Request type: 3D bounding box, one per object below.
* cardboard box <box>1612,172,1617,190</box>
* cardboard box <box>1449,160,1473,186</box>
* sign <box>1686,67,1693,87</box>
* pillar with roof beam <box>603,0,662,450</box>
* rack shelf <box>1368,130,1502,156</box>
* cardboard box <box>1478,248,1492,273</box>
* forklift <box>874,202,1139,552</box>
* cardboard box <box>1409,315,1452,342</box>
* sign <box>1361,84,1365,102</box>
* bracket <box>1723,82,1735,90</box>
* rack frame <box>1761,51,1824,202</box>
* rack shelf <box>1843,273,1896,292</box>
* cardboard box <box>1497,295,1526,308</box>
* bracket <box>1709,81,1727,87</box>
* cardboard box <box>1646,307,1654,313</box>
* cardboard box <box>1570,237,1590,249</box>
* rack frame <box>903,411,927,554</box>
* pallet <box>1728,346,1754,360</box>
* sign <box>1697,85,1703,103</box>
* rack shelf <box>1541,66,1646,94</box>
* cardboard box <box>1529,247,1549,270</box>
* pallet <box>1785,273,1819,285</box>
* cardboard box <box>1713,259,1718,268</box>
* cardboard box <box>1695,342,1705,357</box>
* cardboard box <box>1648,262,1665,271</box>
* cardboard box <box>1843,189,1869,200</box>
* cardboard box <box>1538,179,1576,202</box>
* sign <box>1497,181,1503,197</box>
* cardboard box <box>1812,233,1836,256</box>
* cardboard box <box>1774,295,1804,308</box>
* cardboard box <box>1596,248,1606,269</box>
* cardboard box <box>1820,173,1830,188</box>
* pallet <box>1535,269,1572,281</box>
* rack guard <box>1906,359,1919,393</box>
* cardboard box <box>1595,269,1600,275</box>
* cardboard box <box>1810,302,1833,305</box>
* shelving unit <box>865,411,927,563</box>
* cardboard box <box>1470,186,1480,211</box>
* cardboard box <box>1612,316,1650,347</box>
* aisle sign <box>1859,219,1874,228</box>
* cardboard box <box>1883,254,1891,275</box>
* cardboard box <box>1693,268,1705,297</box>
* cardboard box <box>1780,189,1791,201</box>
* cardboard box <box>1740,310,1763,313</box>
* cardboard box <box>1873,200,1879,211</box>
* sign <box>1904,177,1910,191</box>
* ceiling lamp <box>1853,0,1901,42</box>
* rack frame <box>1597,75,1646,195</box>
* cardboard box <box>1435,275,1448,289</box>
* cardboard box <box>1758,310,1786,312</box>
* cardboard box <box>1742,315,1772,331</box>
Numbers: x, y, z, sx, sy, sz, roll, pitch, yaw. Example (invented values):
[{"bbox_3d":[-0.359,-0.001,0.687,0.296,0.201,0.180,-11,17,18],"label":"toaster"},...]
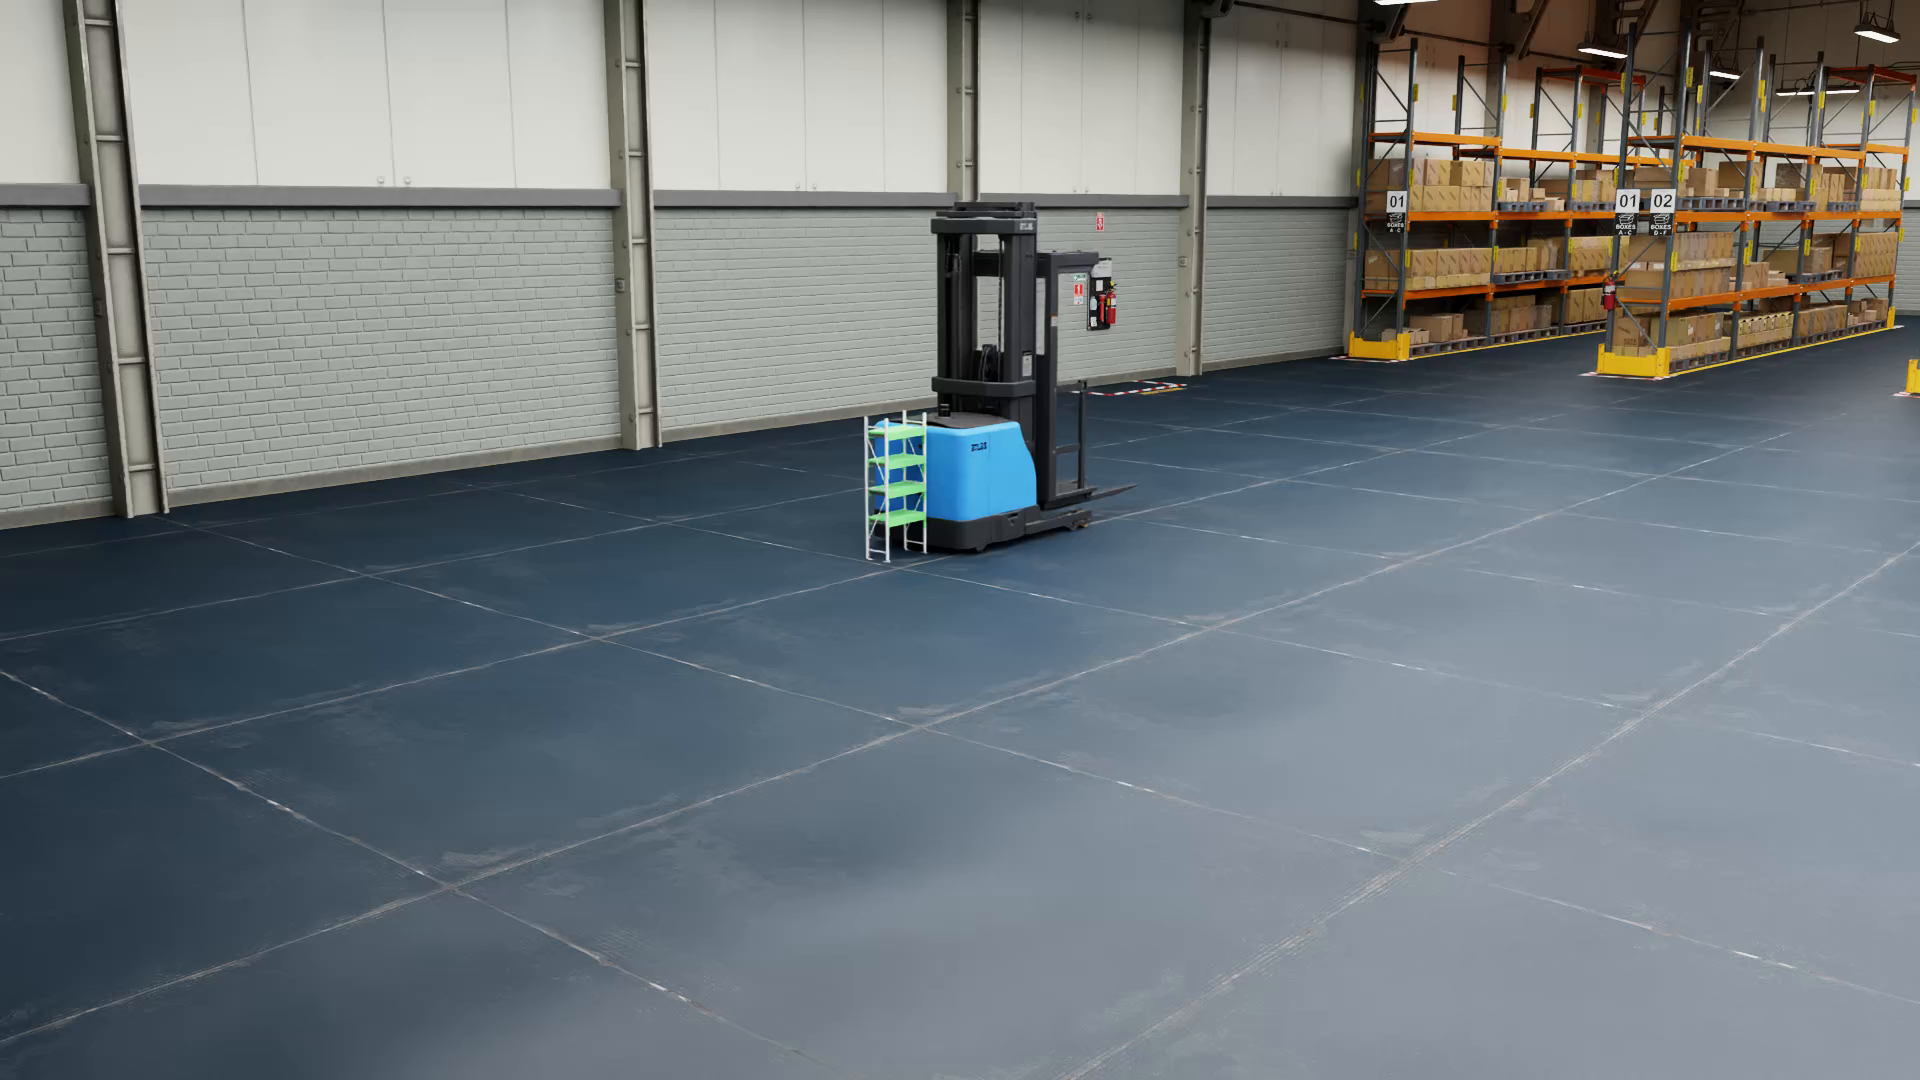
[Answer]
[{"bbox_3d":[16.371,-8.961,41.402,0.500,0.500,0.500,10,15,40],"label":"cardboard box"},{"bbox_3d":[9.986,-7.382,33.497,0.500,0.500,0.500,9,14,38],"label":"cardboard box"},{"bbox_3d":[12.300,-7.808,28.038,0.100,0.325,0.005,10,15,40],"label":"sign"},{"bbox_3d":[-0.672,-4.995,16.742,9.100,9.000,0.400,10,15,40],"label":"pillar with roof beam"},{"bbox_3d":[9.484,-7.924,33.257,1.077,0.370,4.000,10,15,40],"label":"rack shelf"},{"bbox_3d":[10.724,-5.826,34.638,0.500,0.500,0.500,10,15,40],"label":"cardboard box"},{"bbox_3d":[0.558,-1.575,15.113,1.130,2.935,3.031,9,14,38],"label":"forklift"},{"bbox_3d":[9.586,-4.308,33.881,0.700,0.500,0.500,9,14,37],"label":"cardboard box"},{"bbox_3d":[7.760,-8.595,31.980,0.100,0.325,0.005,10,15,40],"label":"sign"},{"bbox_3d":[21.963,-12.977,47.516,0.235,0.232,0.430,10,15,40],"label":"bracket"},{"bbox_3d":[17.168,-8.522,34.402,1.000,3.000,0.127,10,15,40],"label":"rack frame"},{"bbox_3d":[21.128,-6.110,39.480,1.077,0.370,4.000,10,15,40],"label":"rack shelf"},{"bbox_3d":[12.249,-5.313,36.996,0.500,0.250,0.500,10,15,40],"label":"cardboard box"},{"bbox_3d":[21.573,-12.890,47.081,0.076,0.066,3.189,10,15,40],"label":"bracket"},{"bbox_3d":[17.330,-6.034,42.572,0.700,0.500,0.500,10,15,42],"label":"cardboard box"},{"bbox_3d":[14.292,-6.905,38.643,0.500,0.250,0.500,9,15,40],"label":"cardboard box"},{"bbox_3d":[-0.383,-0.488,14.092,0.240,1.200,0.015,9,14,38],"label":"rack frame"},{"bbox_3d":[14.984,-3.737,32.884,1.003,0.211,1.213,10,15,40],"label":"pallet"},{"bbox_3d":[14.112,-8.498,31.698,0.100,0.325,0.005,10,15,40],"label":"sign"},{"bbox_3d":[14.765,-10.733,38.824,1.077,0.370,4.000,10,15,40],"label":"rack shelf"},{"bbox_3d":[12.793,-6.328,37.358,0.700,0.500,0.500,8,14,35],"label":"cardboard box"},{"bbox_3d":[17.563,-5.595,35.553,1.213,0.211,1.003,10,15,40],"label":"pallet"},{"bbox_3d":[13.836,-5.141,30.882,0.380,0.149,0.250,10,15,40],"label":"cardboard box"},{"bbox_3d":[13.399,-3.531,30.679,0.500,0.250,0.500,10,15,40],"label":"cardboard box"},{"bbox_3d":[12.308,-4.800,29.173,0.380,0.149,0.250,10,15,40],"label":"cardboard box"},{"bbox_3d":[20.316,-7.850,37.805,0.500,0.250,0.500,10,15,40],"label":"cardboard box"},{"bbox_3d":[13.715,-8.033,38.234,0.700,0.500,0.500,8,14,36],"label":"cardboard box"},{"bbox_3d":[11.217,-7.287,34.557,0.100,0.325,0.005,10,15,40],"label":"sign"},{"bbox_3d":[19.948,-6.816,38.368,0.500,0.500,0.500,10,15,41],"label":"cardboard box"},{"bbox_3d":[18.315,-5.265,36.759,0.500,0.250,0.500,9,15,39],"label":"cardboard box"},{"bbox_3d":[14.976,-6.689,39.478,0.500,0.500,0.500,10,15,42],"label":"cardboard box"},{"bbox_3d":[18.542,-7.682,36.274,0.600,0.600,0.600,9,14,38],"label":"cardboard box"},{"bbox_3d":[13.054,-6.007,37.618,1.213,0.211,1.003,10,15,40],"label":"pallet"},{"bbox_3d":[15.620,-2.553,26.218,1.175,0.500,0.348,10,15,40],"label":"rack guard"},{"bbox_3d":[15.019,-6.390,39.634,0.380,0.149,0.250,10,15,42],"label":"cardboard box"},{"bbox_3d":[19.971,-5.279,38.741,0.500,0.500,0.500,10,15,40],"label":"cardboard box"},{"bbox_3d":[-0.535,-0.451,13.905,0.258,1.200,0.503,9,14,38],"label":"shelving unit"},{"bbox_3d":[10.313,-6.982,34.045,0.500,0.500,0.500,8,14,36],"label":"cardboard box"},{"bbox_3d":[12.017,-3.745,29.839,0.500,0.500,0.500,10,15,40],"label":"cardboard box"},{"bbox_3d":[22.273,-8.080,40.868,0.394,0.787,0.004,10,15,40],"label":"aisle sign"},{"bbox_3d":[22.018,-6.628,39.982,0.500,0.500,0.500,10,15,41],"label":"cardboard box"},{"bbox_3d":[13.225,-4.747,30.564,0.700,0.500,0.500,10,15,42],"label":"cardboard box"},{"bbox_3d":[16.578,-7.030,33.901,0.500,0.250,0.500,10,15,42],"label":"cardboard box"},{"bbox_3d":[16.602,-4.673,34.967,0.500,0.311,0.500,10,15,42],"label":"cardboard box"},{"bbox_3d":[20.979,-7.752,38.588,0.500,0.250,0.500,10,15,40],"label":"cardboard box"},{"bbox_3d":[22.852,-8.587,40.128,0.100,0.325,0.005,10,15,40],"label":"sign"},{"bbox_3d":[16.466,-10.426,29.032,0.800,3.185,2.000,10,15,40],"label":"ceiling lamp"},{"bbox_3d":[16.085,-9.750,40.552,1.000,3.000,0.127,10,15,40],"label":"rack frame"},{"bbox_3d":[9.397,-5.162,33.230,0.500,0.250,0.500,9,15,39],"label":"cardboard box"},{"bbox_3d":[17.609,-4.738,36.032,0.500,0.500,0.500,11,15,43],"label":"cardboard box"},{"bbox_3d":[16.001,-4.379,33.493,0.500,0.311,0.500,10,15,42],"label":"cardboard box"}]
